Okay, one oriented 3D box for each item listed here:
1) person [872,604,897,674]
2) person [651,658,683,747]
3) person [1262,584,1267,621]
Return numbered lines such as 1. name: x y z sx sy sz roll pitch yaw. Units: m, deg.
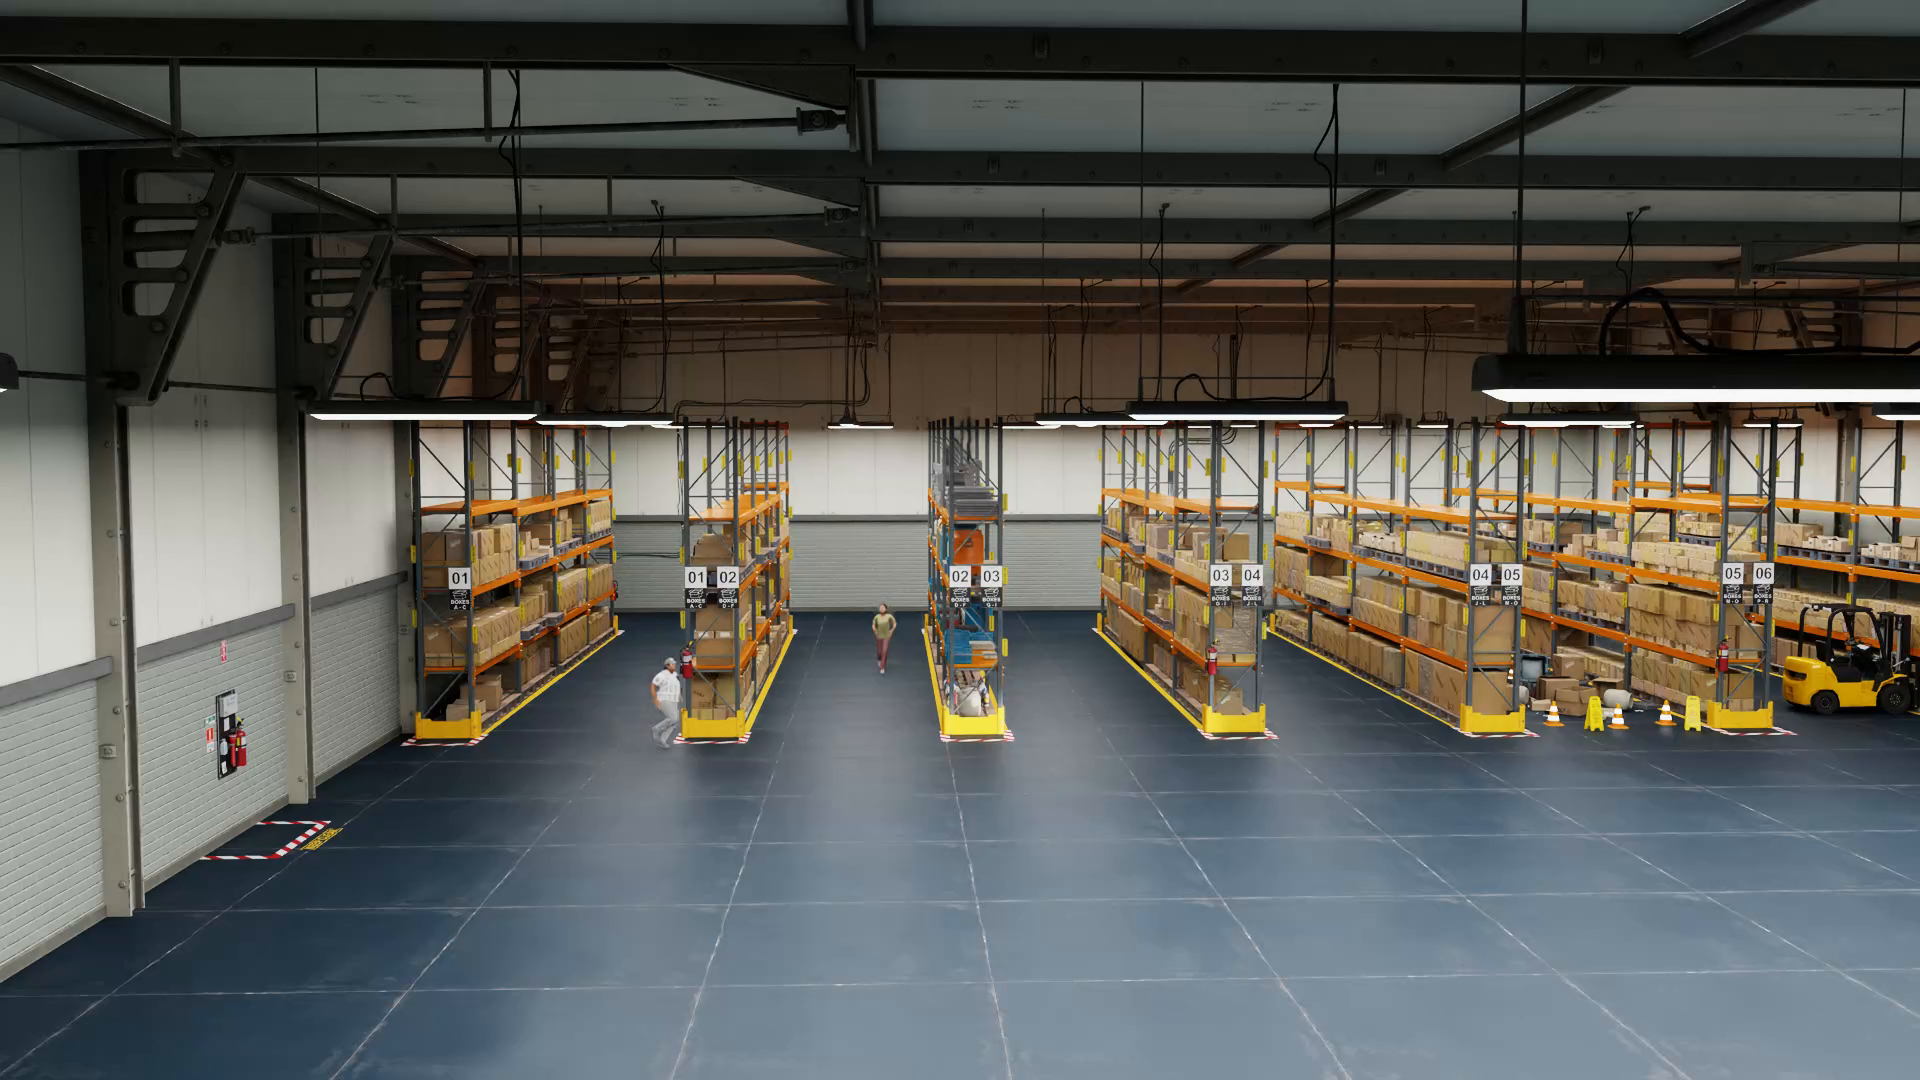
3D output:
1. person: -1.801 2.331 39.607 0.585 1.654 0.746 0 4 5
2. person: -5.261 2.952 30.274 0.517 1.595 0.643 2 4 30
3. person: 8.738 1.801 48.620 0.526 1.555 0.583 -2 4 -33
